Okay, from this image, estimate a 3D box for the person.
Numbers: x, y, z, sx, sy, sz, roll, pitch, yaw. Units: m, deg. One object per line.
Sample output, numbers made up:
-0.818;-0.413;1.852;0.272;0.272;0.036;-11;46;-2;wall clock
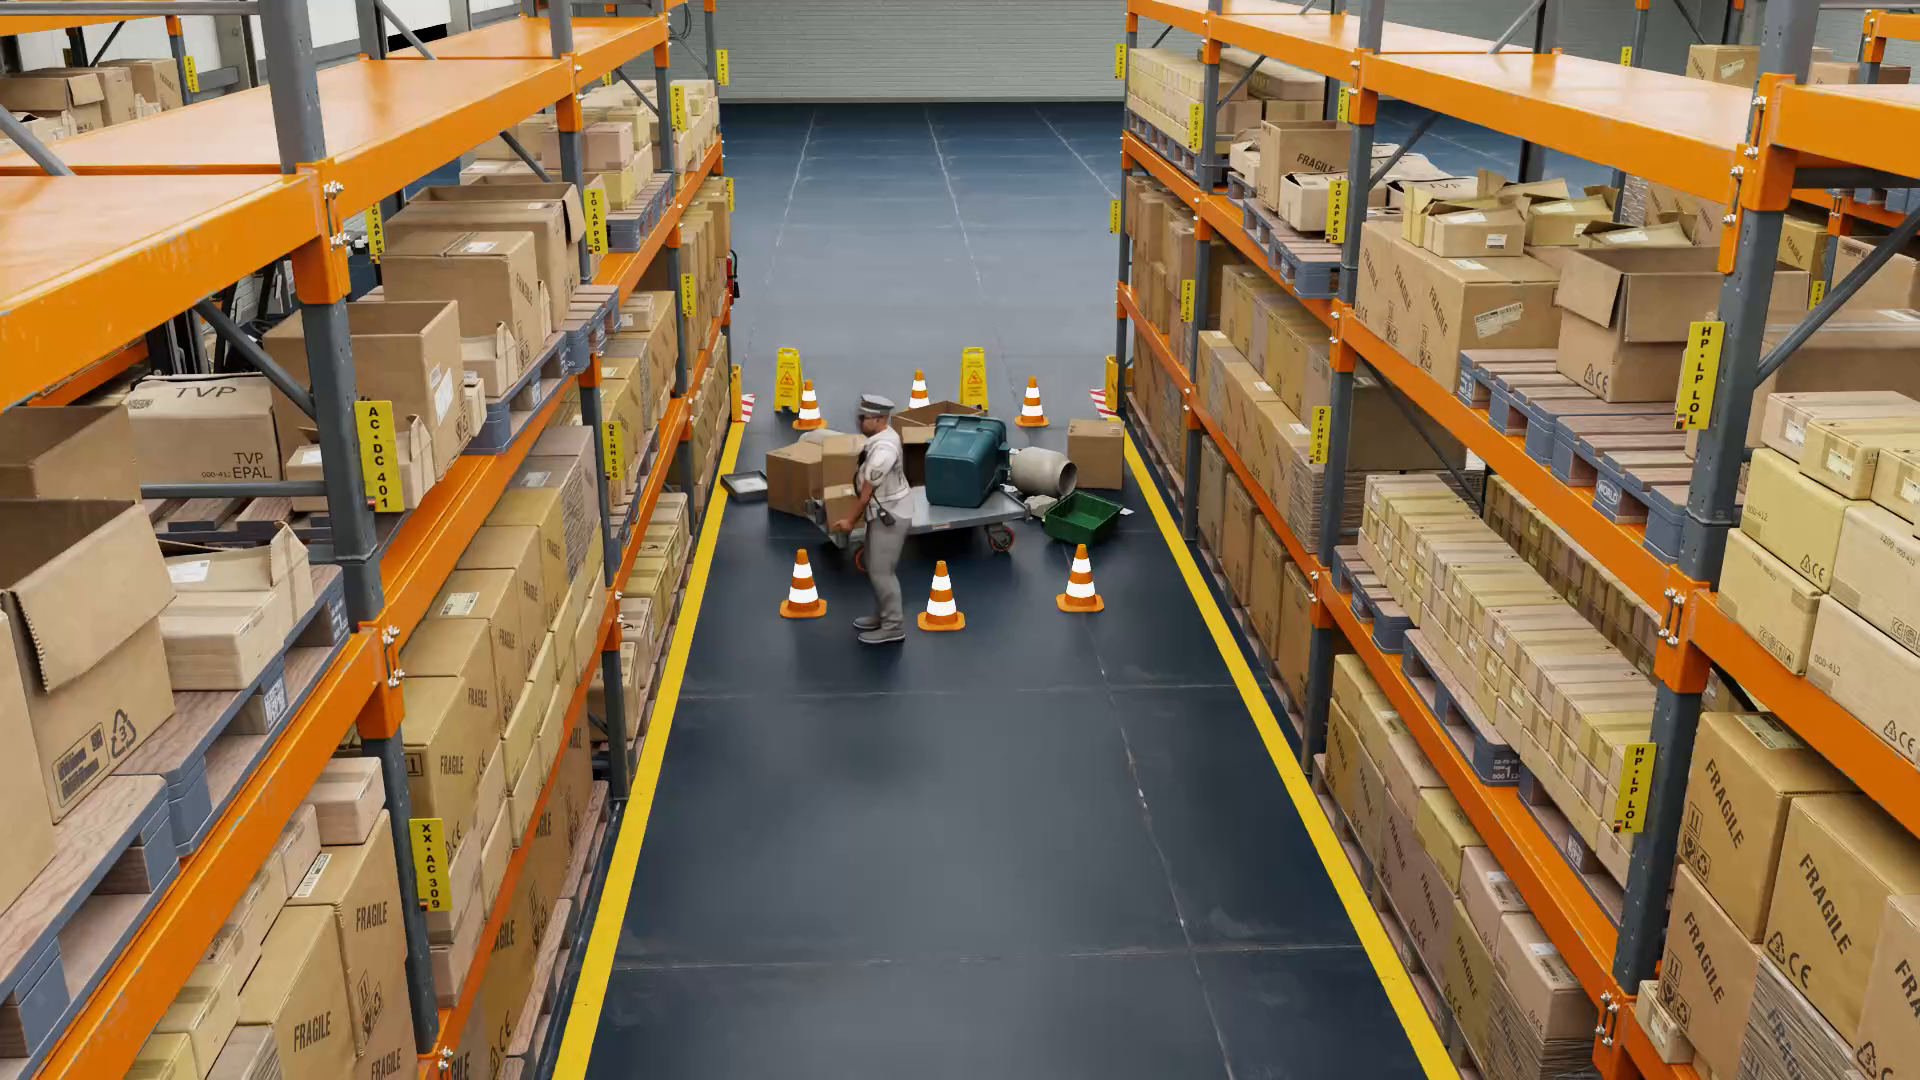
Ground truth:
-0.596;-0.157;11.490;0.582;1.761;0.488;-1;20;-4;person
